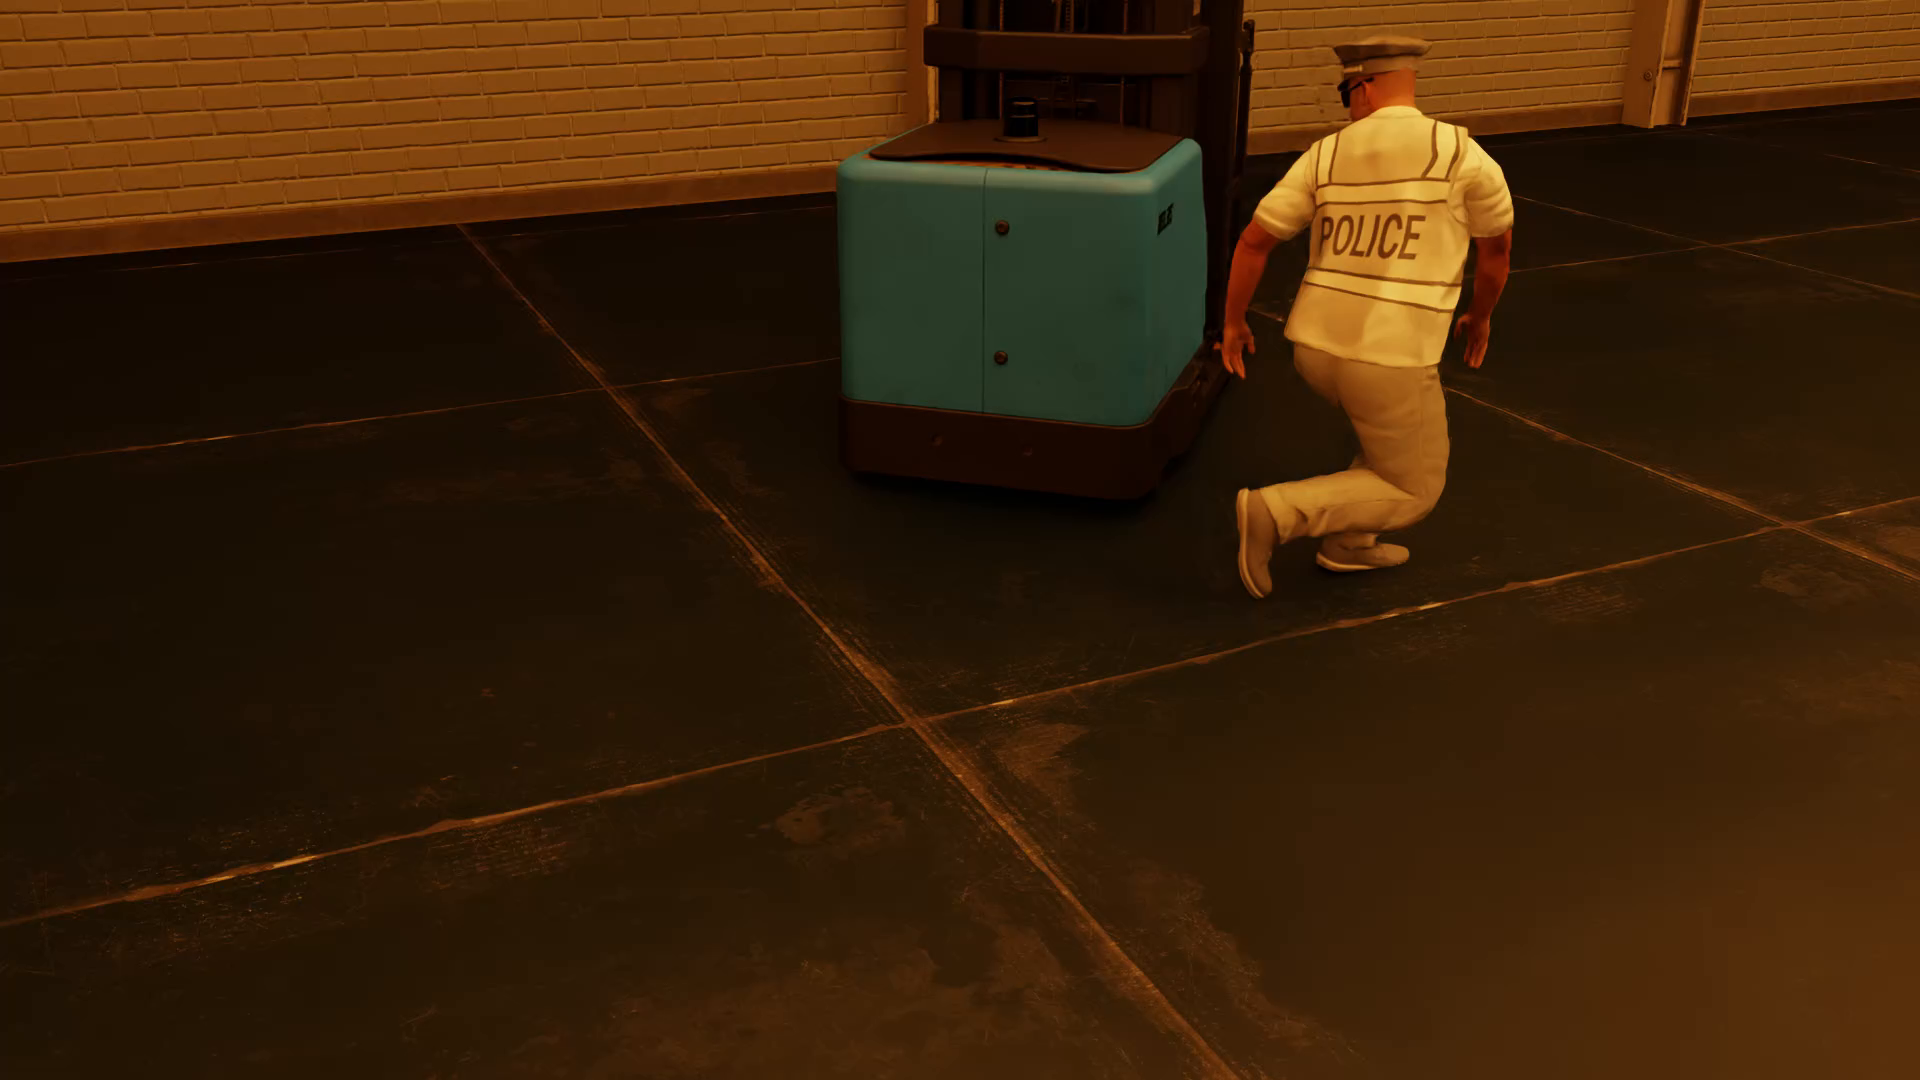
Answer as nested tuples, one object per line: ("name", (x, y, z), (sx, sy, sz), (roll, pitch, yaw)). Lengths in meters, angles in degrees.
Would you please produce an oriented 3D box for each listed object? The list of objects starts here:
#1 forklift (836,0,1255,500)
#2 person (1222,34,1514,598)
("forklift", (0.539, -2.015, 6.136), (1.130, 2.935, 3.031), (7, 24, 17))
("person", (1.078, -0.599, 4.625), (0.830, 1.531, 0.654), (-16, 27, -33))
